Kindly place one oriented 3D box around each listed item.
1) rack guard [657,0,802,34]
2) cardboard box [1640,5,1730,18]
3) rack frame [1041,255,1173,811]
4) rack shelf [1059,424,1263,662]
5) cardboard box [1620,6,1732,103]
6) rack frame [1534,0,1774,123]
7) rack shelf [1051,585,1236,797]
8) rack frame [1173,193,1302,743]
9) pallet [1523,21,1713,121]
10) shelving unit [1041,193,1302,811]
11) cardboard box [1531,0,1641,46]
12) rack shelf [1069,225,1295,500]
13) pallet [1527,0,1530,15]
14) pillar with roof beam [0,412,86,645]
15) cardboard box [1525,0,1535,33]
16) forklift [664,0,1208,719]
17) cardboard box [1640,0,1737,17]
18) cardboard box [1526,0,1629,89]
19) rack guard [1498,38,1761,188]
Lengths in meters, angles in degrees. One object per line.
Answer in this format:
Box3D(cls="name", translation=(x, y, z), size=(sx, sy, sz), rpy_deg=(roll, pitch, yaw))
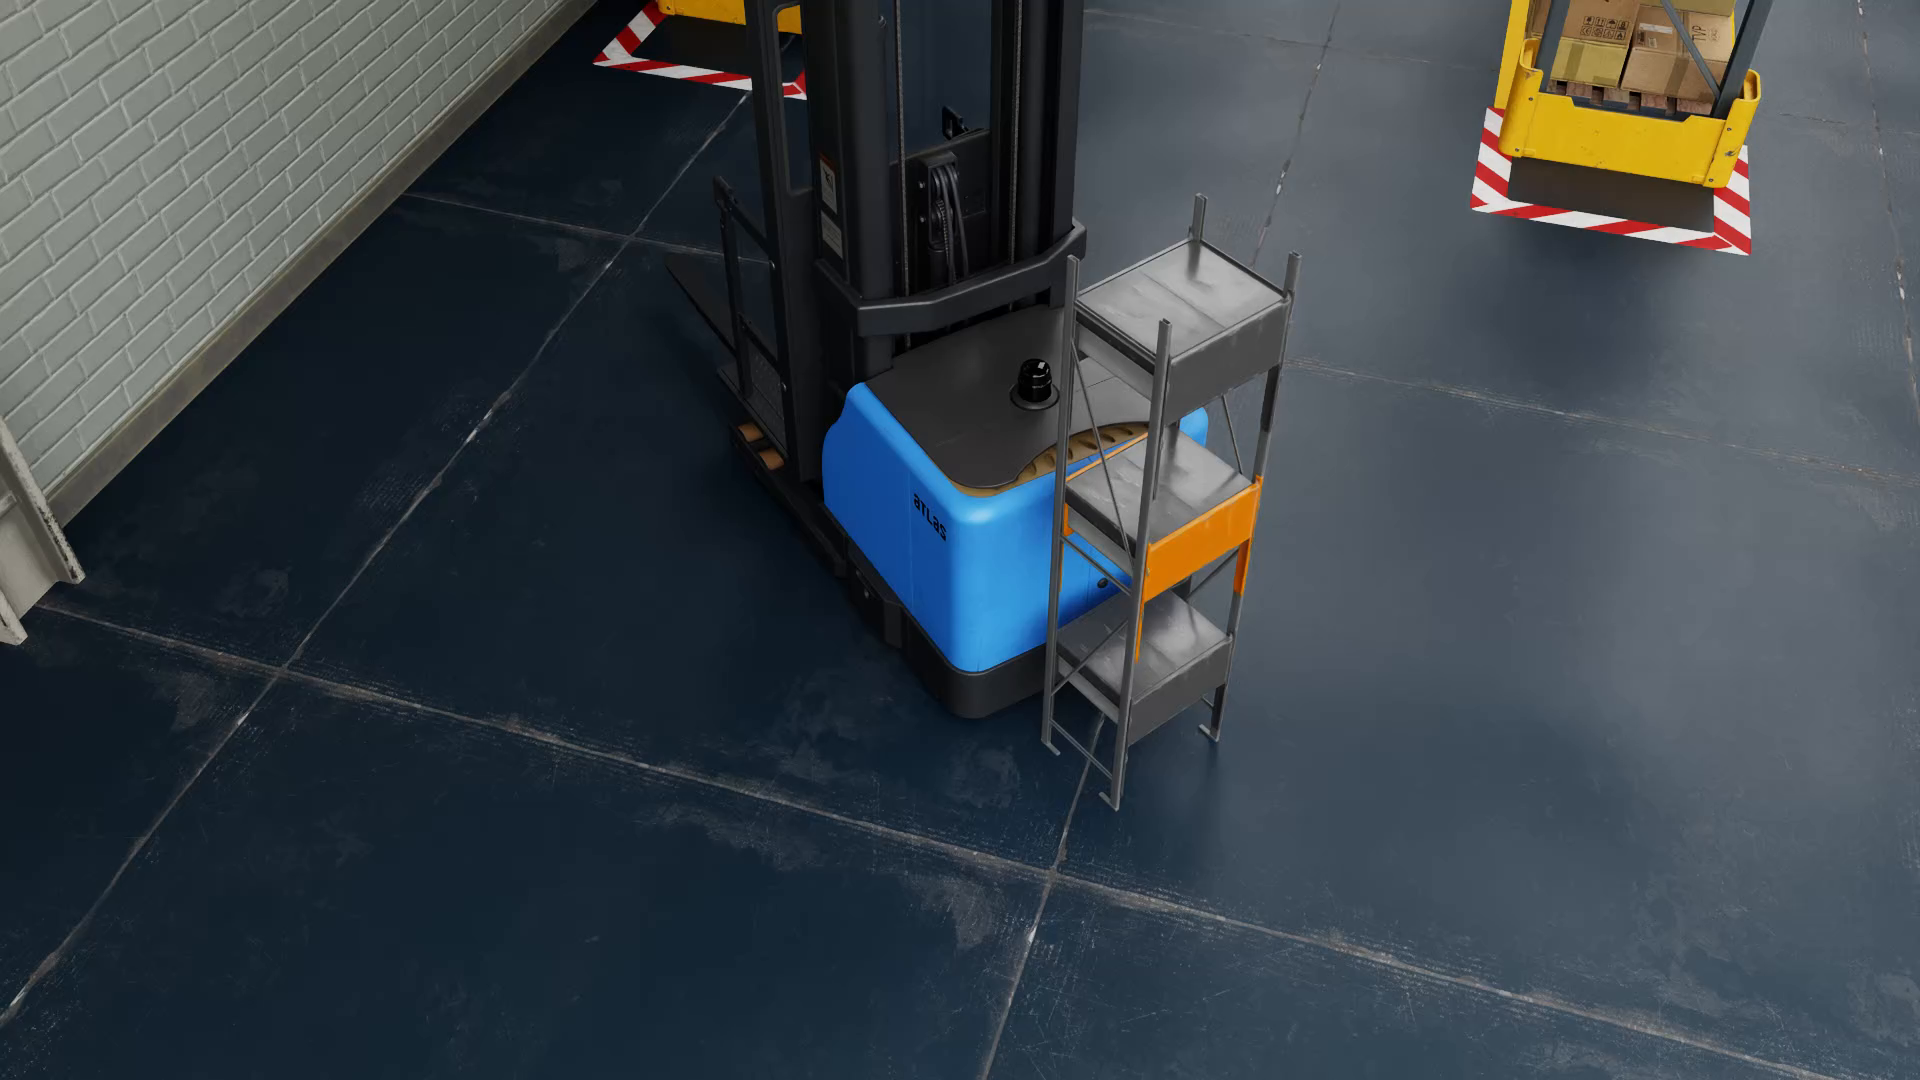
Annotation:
Box3D(cls="rack guard", translation=(-1.224, -3.341, 9.807), size=(1.175, 0.500, 0.348), rpy_deg=(13, 46, 13))
Box3D(cls="cardboard box", translation=(3.997, -2.949, 9.285), size=(0.500, 0.250, 0.500), rpy_deg=(13, 46, 13))
Box3D(cls="rack frame", translation=(0.423, 0.082, 5.165), size=(0.015, 2.100, 0.400), rpy_deg=(-29, 51, -26))
Box3D(cls="rack shelf", translation=(0.613, -0.015, 5.283), size=(0.480, 0.518, 0.431), rpy_deg=(-29, 51, -26))
Box3D(cls="cardboard box", translation=(3.849, -2.615, 8.943), size=(0.500, 0.250, 0.500), rpy_deg=(13, 46, 13))
Box3D(cls="rack frame", translation=(3.475, -3.137, 7.811), size=(1.000, 3.000, 0.127), rpy_deg=(13, 46, 13))
Box3D(cls="rack shelf", translation=(0.613, 0.485, 5.773), size=(0.480, 0.518, 0.431), rpy_deg=(-29, 51, -26))
Box3D(cls="rack frame", translation=(0.804, -0.131, 5.383), size=(0.015, 2.100, 0.400), rpy_deg=(-29, 51, -26))
Box3D(cls="pallet", translation=(3.667, -2.659, 9.317), size=(1.003, 0.211, 1.213), rpy_deg=(13, 46, 13))
Box3D(cls="shelving unit", translation=(0.613, -0.025, 5.274), size=(0.503, 2.100, 0.431), rpy_deg=(-29, 51, -26))
Box3D(cls="cardboard box", translation=(3.354, -2.993, 8.794), size=(0.500, 0.500, 0.500), rpy_deg=(13, 46, 13))
Box3D(cls="rack shelf", translation=(0.613, -0.515, 4.794), size=(0.480, 0.518, 0.431), rpy_deg=(-29, 51, -26))
Box3D(cls="pallet", translation=(4.038, -3.470, 10.145), size=(1.003, 0.211, 1.213), rpy_deg=(13, 46, 13))
Box3D(cls="pillar with roof beam", translation=(0.426, -2.067, 2.428), size=(9.100, 9.000, 0.400), rpy_deg=(13, 46, 13))
Box3D(cls="cardboard box", translation=(3.496, -3.061, 9.399), size=(0.500, 0.250, 0.500), rpy_deg=(13, 46, 13))
Box3D(cls="forklift", translation=(-0.320, -1.421, 6.107), size=(1.130, 2.935, 3.031), rpy_deg=(-23, 49, -22))
Box3D(cls="cardboard box", translation=(3.999, -3.217, 9.022), size=(0.500, 0.500, 0.500), rpy_deg=(13, 46, 13))
Box3D(cls="cardboard box", translation=(3.356, -2.725, 9.056), size=(0.500, 0.250, 0.500), rpy_deg=(13, 46, 13))
Box3D(cls="rack guard", translation=(3.468, -2.228, 8.669), size=(1.175, 0.500, 0.348), rpy_deg=(13, 46, 13))
